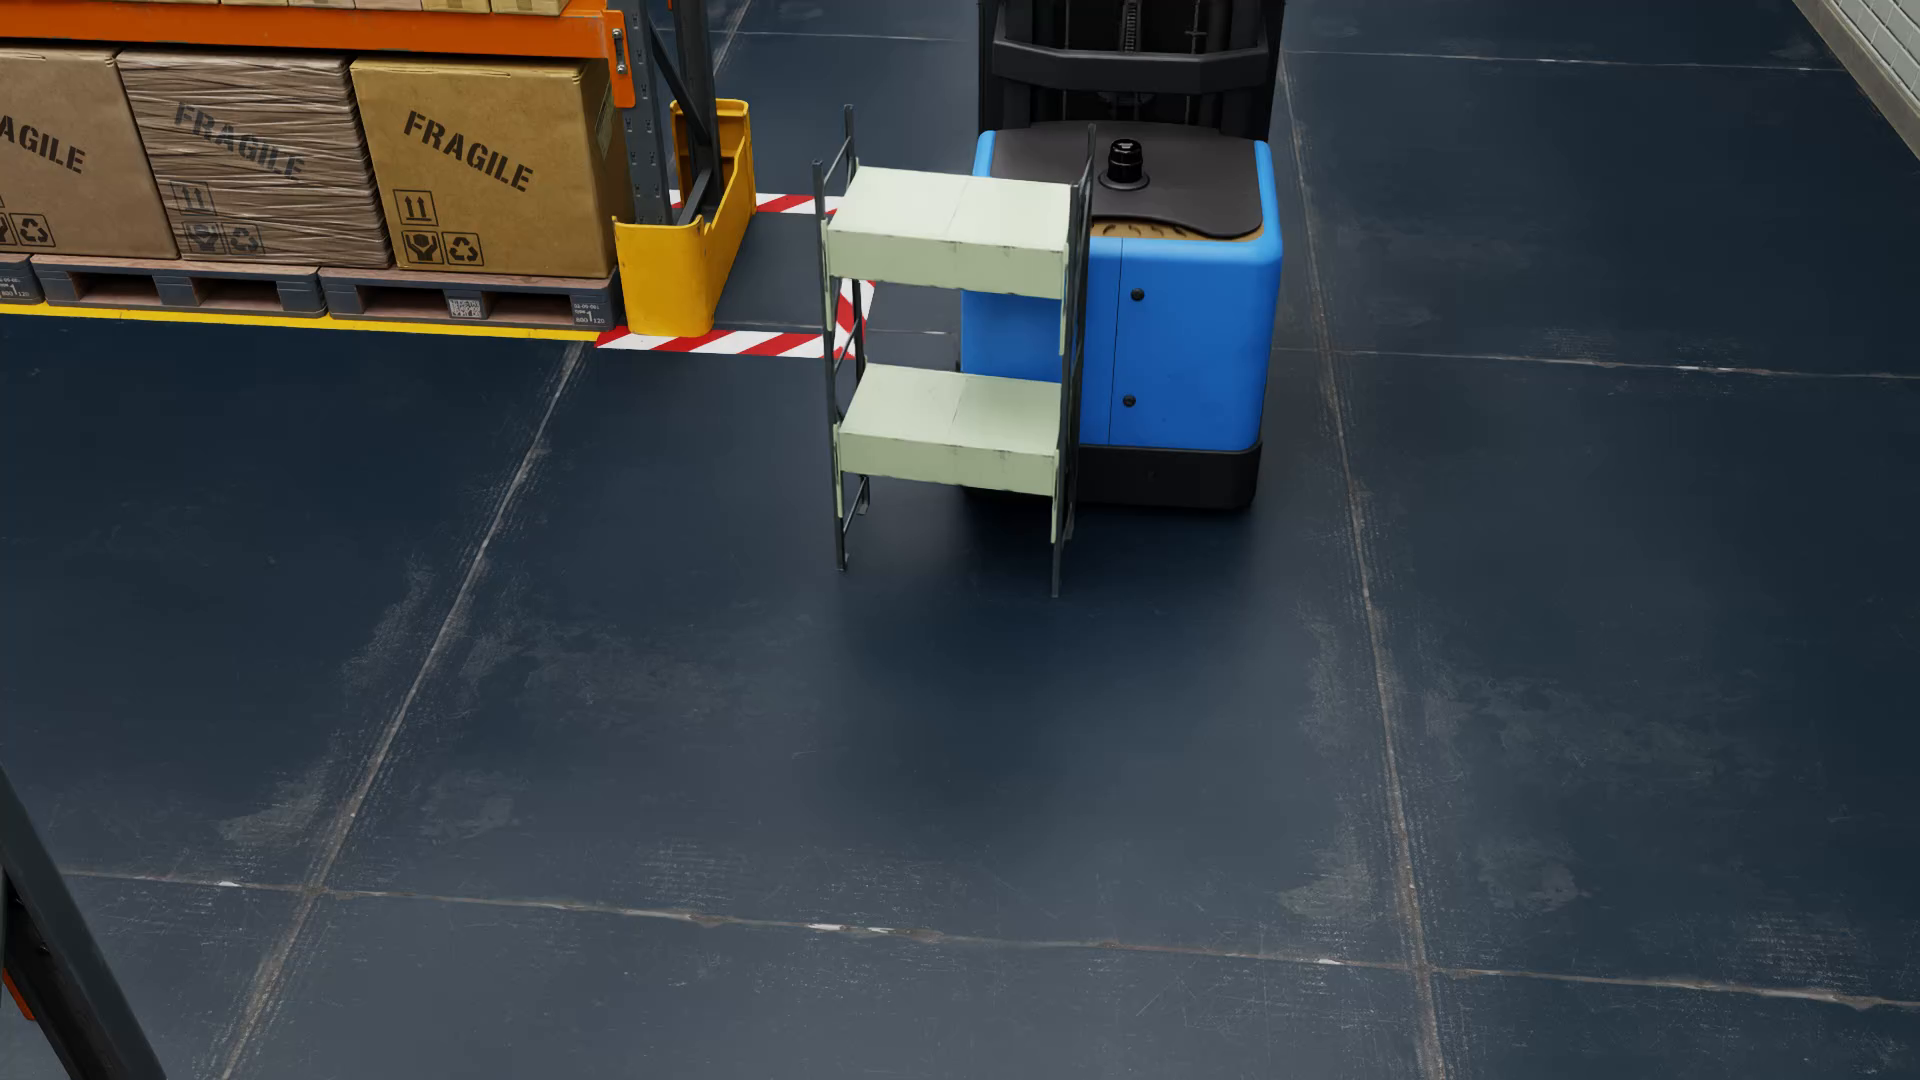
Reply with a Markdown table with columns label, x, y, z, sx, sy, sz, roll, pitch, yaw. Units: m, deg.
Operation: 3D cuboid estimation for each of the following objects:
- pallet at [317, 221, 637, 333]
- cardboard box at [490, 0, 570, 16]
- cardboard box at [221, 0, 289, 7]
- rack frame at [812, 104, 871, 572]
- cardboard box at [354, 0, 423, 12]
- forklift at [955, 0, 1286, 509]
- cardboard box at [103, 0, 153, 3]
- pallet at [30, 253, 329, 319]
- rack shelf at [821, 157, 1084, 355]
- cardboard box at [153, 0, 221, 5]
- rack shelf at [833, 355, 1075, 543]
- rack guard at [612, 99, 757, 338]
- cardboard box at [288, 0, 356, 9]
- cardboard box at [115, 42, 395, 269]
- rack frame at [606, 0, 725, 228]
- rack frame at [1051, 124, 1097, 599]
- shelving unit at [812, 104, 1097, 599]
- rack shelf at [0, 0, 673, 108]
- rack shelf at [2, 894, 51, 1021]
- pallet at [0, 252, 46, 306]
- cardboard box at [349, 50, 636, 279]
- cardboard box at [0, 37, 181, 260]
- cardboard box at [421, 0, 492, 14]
| label | x | y | z | sx | sy | sz | roll | pitch | yaw |
| --- | --- | --- | --- | --- | --- | --- | --- | --- | --- |
| pallet | -1.973 | -1.274 | 7.148 | 1.213 | 0.211 | 1.003 | 3 | 39 | 4 |
| cardboard box | -1.553 | -2.076 | 6.123 | 0.250 | 0.149 | 0.380 | 4 | 39 | 5 |
| cardboard box | -2.571 | -2.131 | 6.190 | 0.250 | 0.149 | 0.380 | 2 | 39 | 3 |
| rack frame | -0.367 | -0.599 | 5.297 | 0.023 | 1.500 | 0.400 | 7 | 40 | 8 |
| cardboard box | -2.063 | -2.103 | 6.157 | 0.250 | 0.149 | 0.380 | 3 | 39 | 4 |
| forklift | 0.632 | -2.162 | 6.084 | 1.130 | 2.935 | 3.031 | 3 | 39 | 4 |
| cardboard box | -3.076 | -2.159 | 6.226 | 0.250 | 0.149 | 0.380 | 4 | 39 | 5 |
| pallet | -3.185 | -1.342 | 7.231 | 1.213 | 0.211 | 1.003 | 3 | 39 | 4 |
| rack shelf | -0.008 | -0.858 | 4.997 | 0.720 | 0.370 | 0.431 | 7 | 40 | 8 |
| cardboard box | -2.829 | -2.144 | 6.207 | 0.250 | 0.149 | 0.380 | 3 | 39 | 4 |
| rack shelf | -0.008 | -0.302 | 5.450 | 0.720 | 0.370 | 0.431 | 7 | 40 | 8 |
| rack guard | -1.146 | -1.390 | 7.062 | 0.348 | 0.500 | 1.175 | 3 | 39 | 4 |
| cardboard box | -2.312 | -2.118 | 6.174 | 0.250 | 0.149 | 0.380 | 4 | 39 | 5 |
| cardboard box | -2.721 | -1.734 | 6.854 | 0.875 | 0.875 | 0.875 | 3 | 39 | 4 |
| rack frame | -1.170 | -2.361 | 6.274 | 0.127 | 3.000 | 1.000 | 3 | 39 | 4 |
| rack frame | 0.351 | -0.511 | 5.190 | 0.023 | 1.500 | 0.400 | 7 | 40 | 8 |
| shelving unit | -0.008 | -0.555 | 5.244 | 0.755 | 1.500 | 0.431 | 7 | 40 | 8 |
| rack shelf | -3.162 | -2.191 | 6.635 | 4.000 | 0.370 | 1.077 | 3 | 39 | 4 |
| rack shelf | -3.691 | 0.923 | 2.810 | 4.000 | 0.370 | 1.077 | 3 | 39 | 4 |
| pallet | -4.404 | -1.407 | 7.311 | 1.213 | 0.211 | 1.003 | 3 | 39 | 4 |
| cardboard box | -1.814 | -1.684 | 6.794 | 0.875 | 0.875 | 0.875 | 3 | 39 | 4 |
| cardboard box | -3.608 | -1.782 | 6.914 | 0.875 | 0.875 | 0.875 | 3 | 39 | 4 |
| cardboard box | -1.812 | -2.089 | 6.139 | 0.250 | 0.149 | 0.380 | 4 | 39 | 4 |
